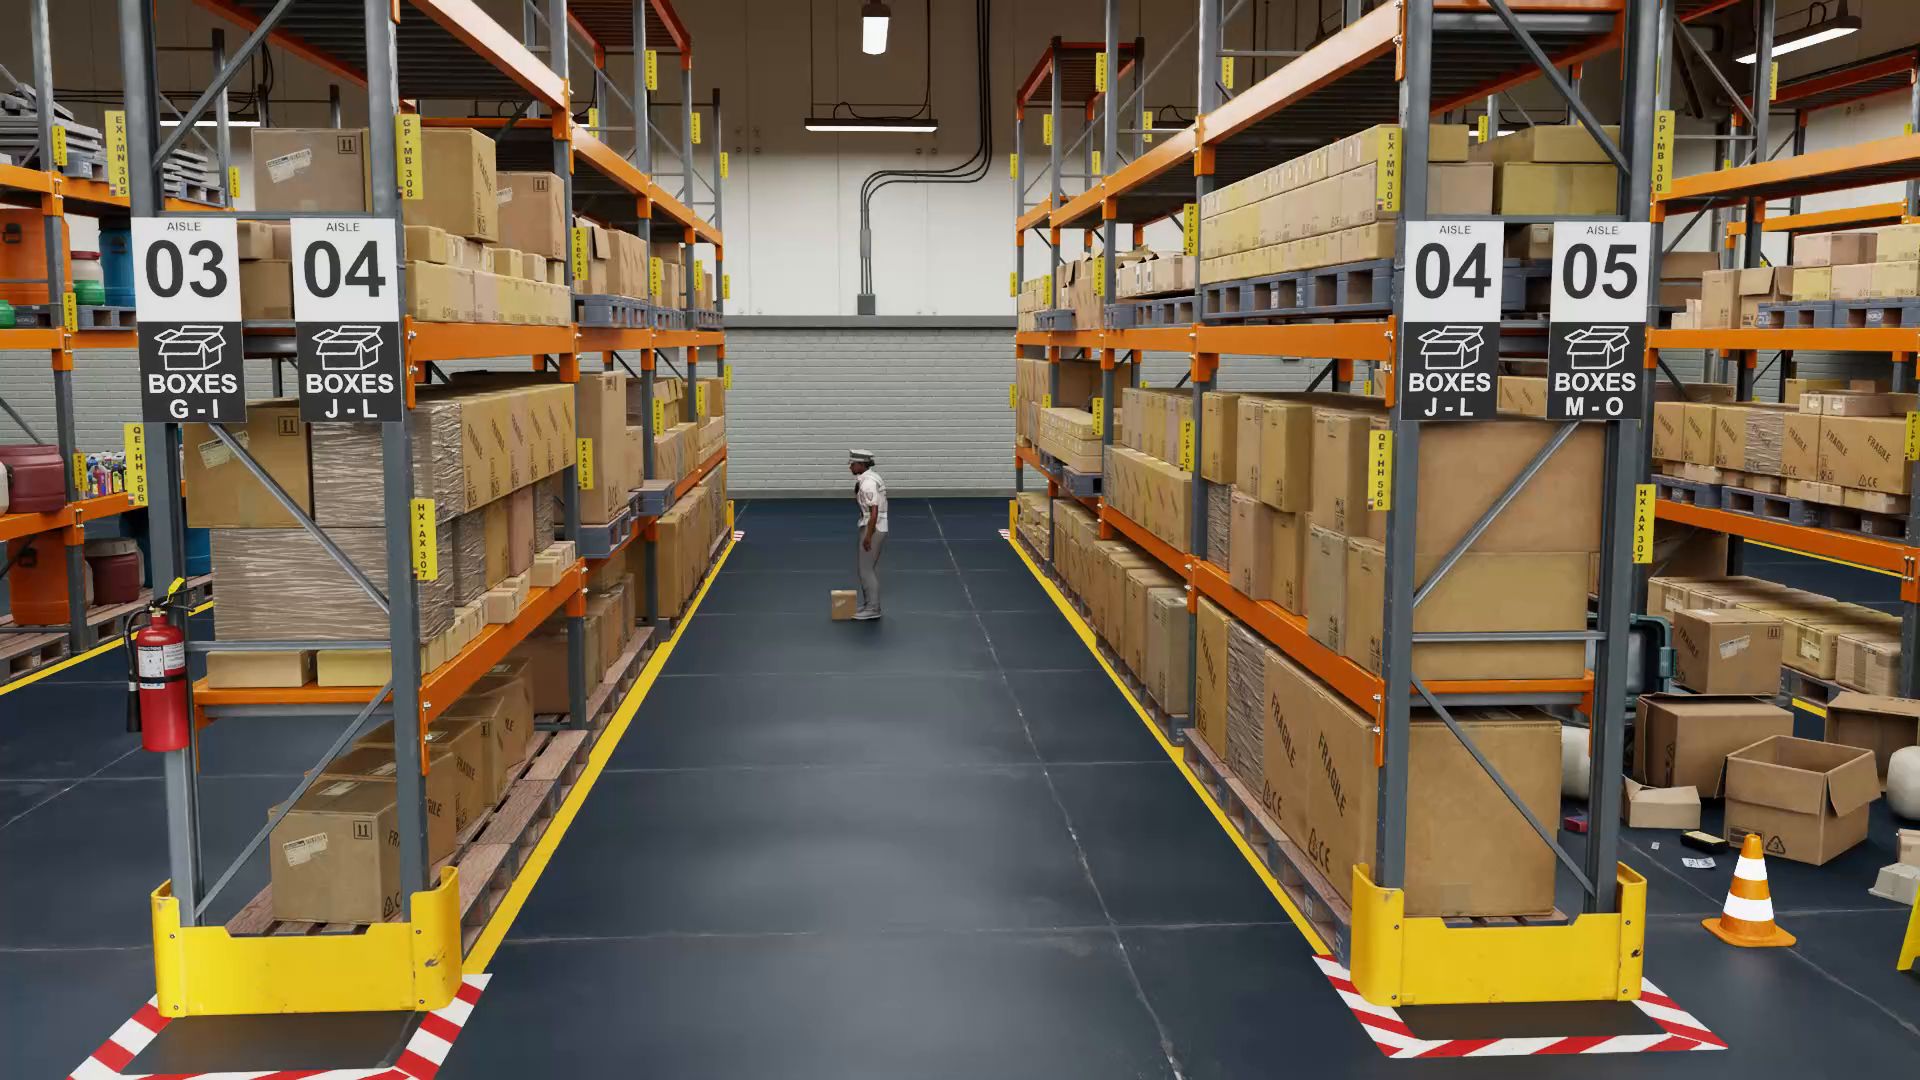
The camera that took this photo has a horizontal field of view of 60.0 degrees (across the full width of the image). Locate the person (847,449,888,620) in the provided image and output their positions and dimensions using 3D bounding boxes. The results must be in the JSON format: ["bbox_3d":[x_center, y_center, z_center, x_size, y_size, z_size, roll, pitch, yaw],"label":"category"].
[{"bbox_3d":[-0.904,-0.064,16.277,0.397,1.659,0.528,-1,7,-7],"label":"person"}]
